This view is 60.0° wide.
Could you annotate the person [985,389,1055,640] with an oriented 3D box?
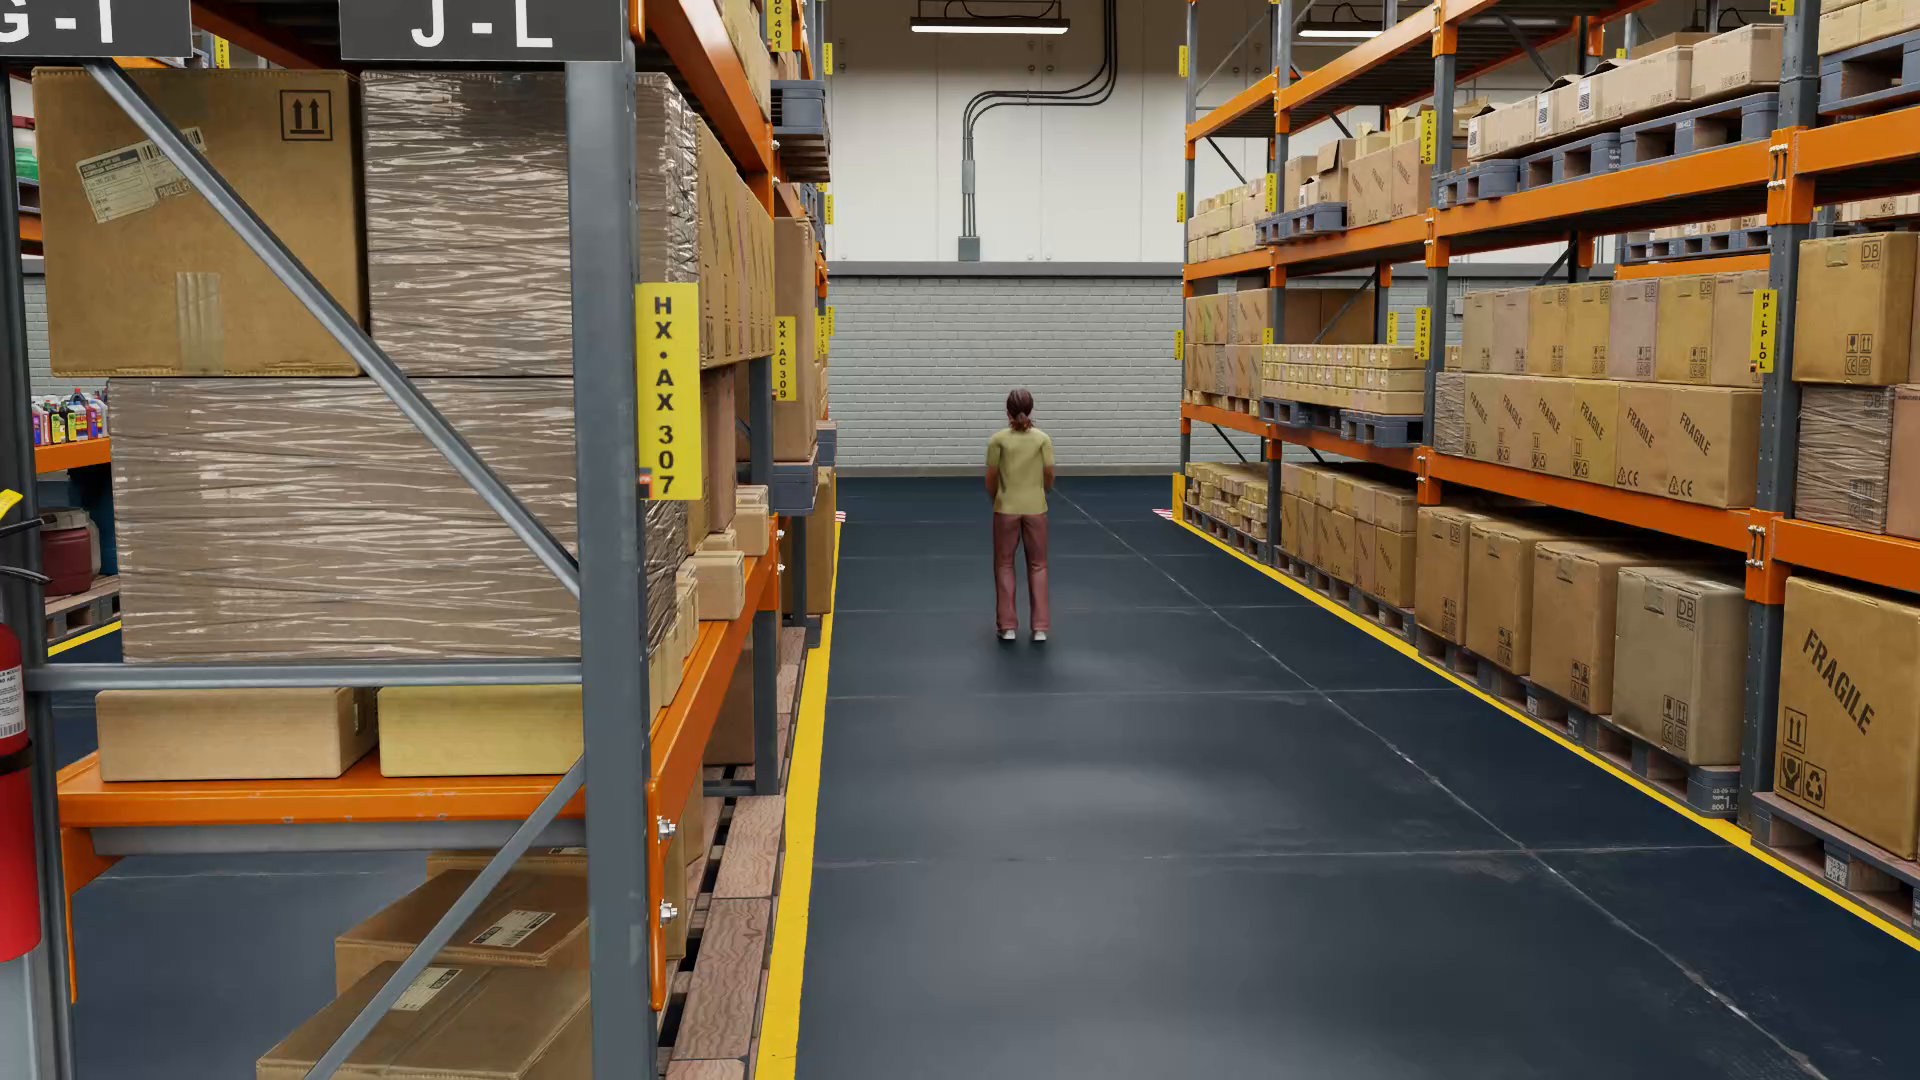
[{"bbox_3d":[0.394,-0.167,11.129,0.466,1.673,0.452,-1,7,-4],"label":"person"}]
